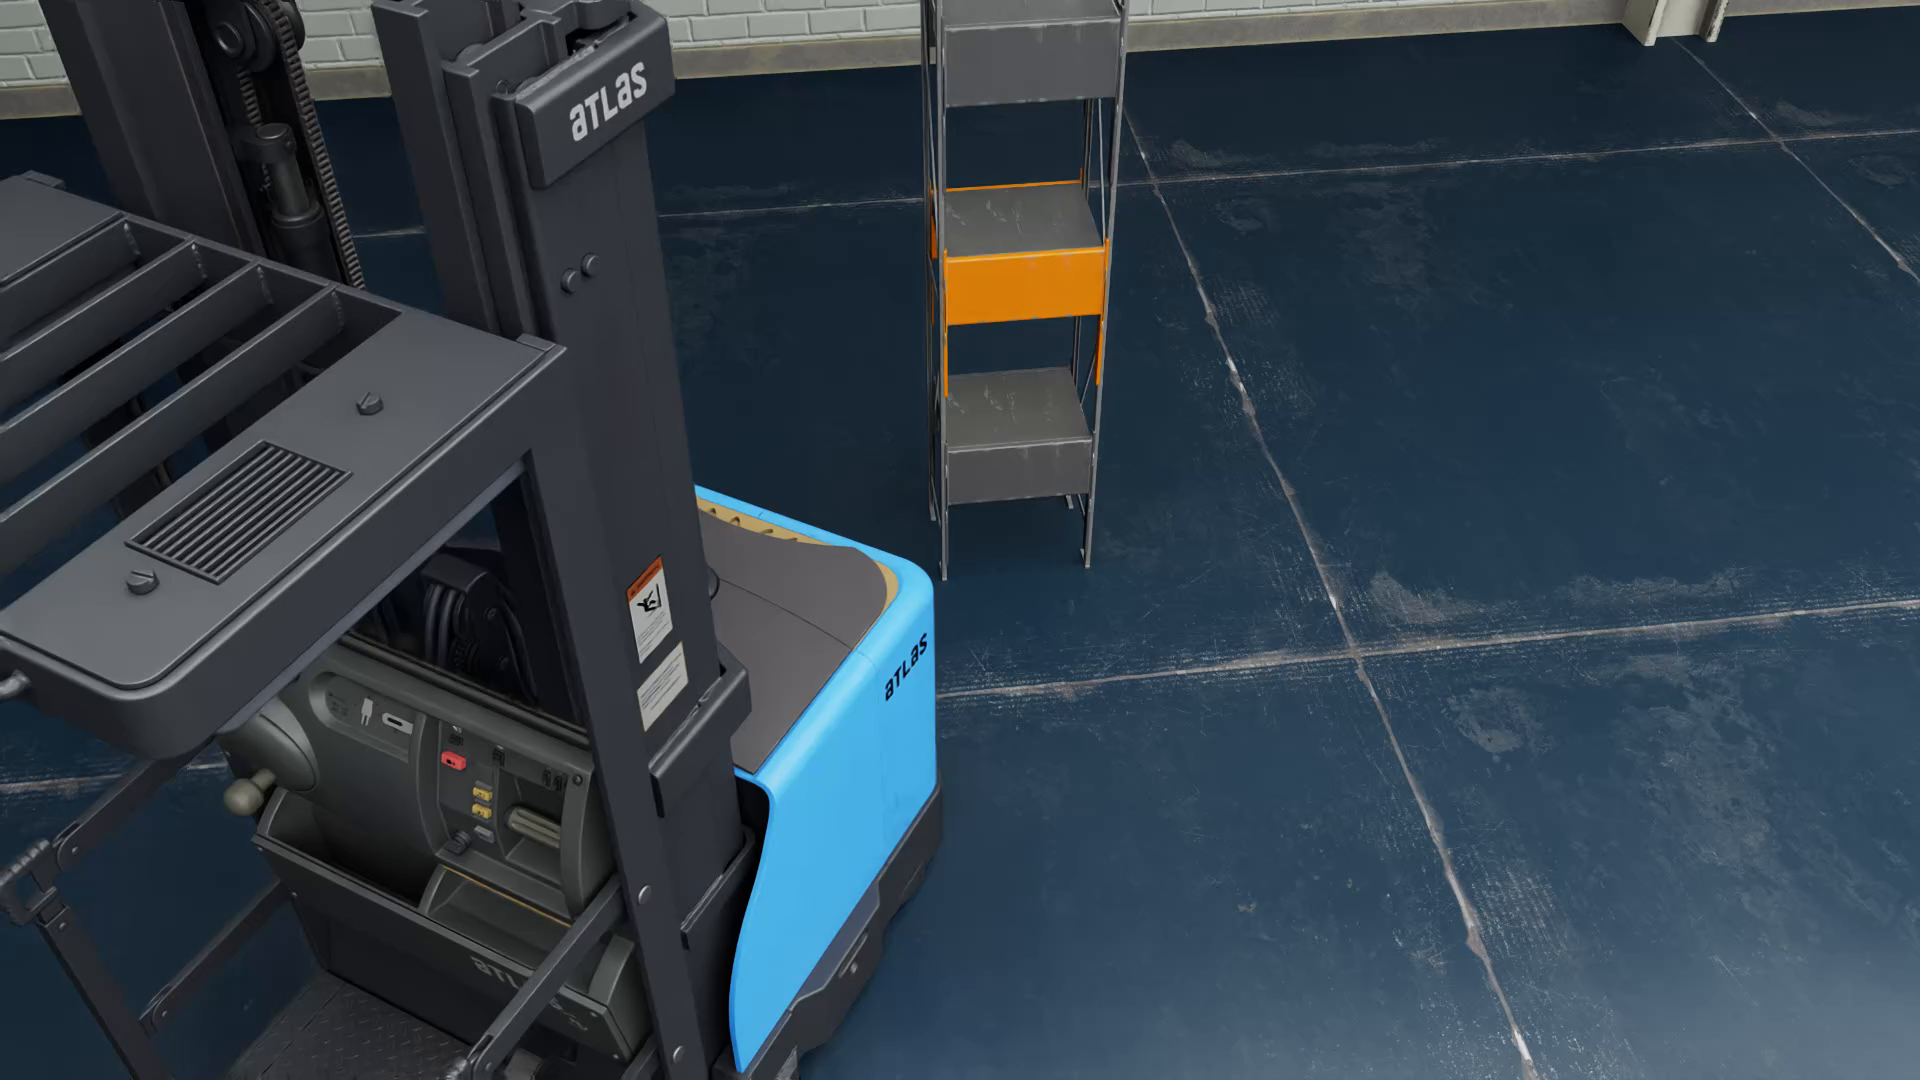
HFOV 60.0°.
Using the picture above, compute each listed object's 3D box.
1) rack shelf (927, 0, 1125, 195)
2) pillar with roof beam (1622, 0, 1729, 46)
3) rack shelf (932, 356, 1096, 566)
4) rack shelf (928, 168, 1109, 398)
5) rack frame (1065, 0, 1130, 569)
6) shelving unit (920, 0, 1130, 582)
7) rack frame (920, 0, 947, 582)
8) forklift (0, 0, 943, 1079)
[{"bbox_3d":[0.164,-1.304,4.603,0.480,0.518,0.431,-5,42,-6],"label":"rack shelf"},{"bbox_3d":[4.263,-3.151,2.525,0.400,9.000,9.100,-5,42,-6],"label":"pillar with roof beam"},{"bbox_3d":[0.164,-0.264,5.541,0.480,0.518,0.431,-5,42,-6],"label":"rack shelf"},{"bbox_3d":[0.164,-0.784,5.072,0.480,0.518,0.431,-5,42,-6],"label":"rack shelf"},{"bbox_3d":[0.406,-0.815,5.086,0.015,2.100,0.400,-5,42,-6],"label":"rack frame"},{"bbox_3d":[0.164,-0.794,5.063,0.503,2.100,0.431,-5,42,-6],"label":"shelving unit"},{"bbox_3d":[-0.078,-0.773,5.039,0.015,2.100,0.400,-5,42,-6],"label":"rack frame"},{"bbox_3d":[-1.173,0.507,2.999,1.130,2.935,3.031,19,45,20],"label":"forklift"}]
